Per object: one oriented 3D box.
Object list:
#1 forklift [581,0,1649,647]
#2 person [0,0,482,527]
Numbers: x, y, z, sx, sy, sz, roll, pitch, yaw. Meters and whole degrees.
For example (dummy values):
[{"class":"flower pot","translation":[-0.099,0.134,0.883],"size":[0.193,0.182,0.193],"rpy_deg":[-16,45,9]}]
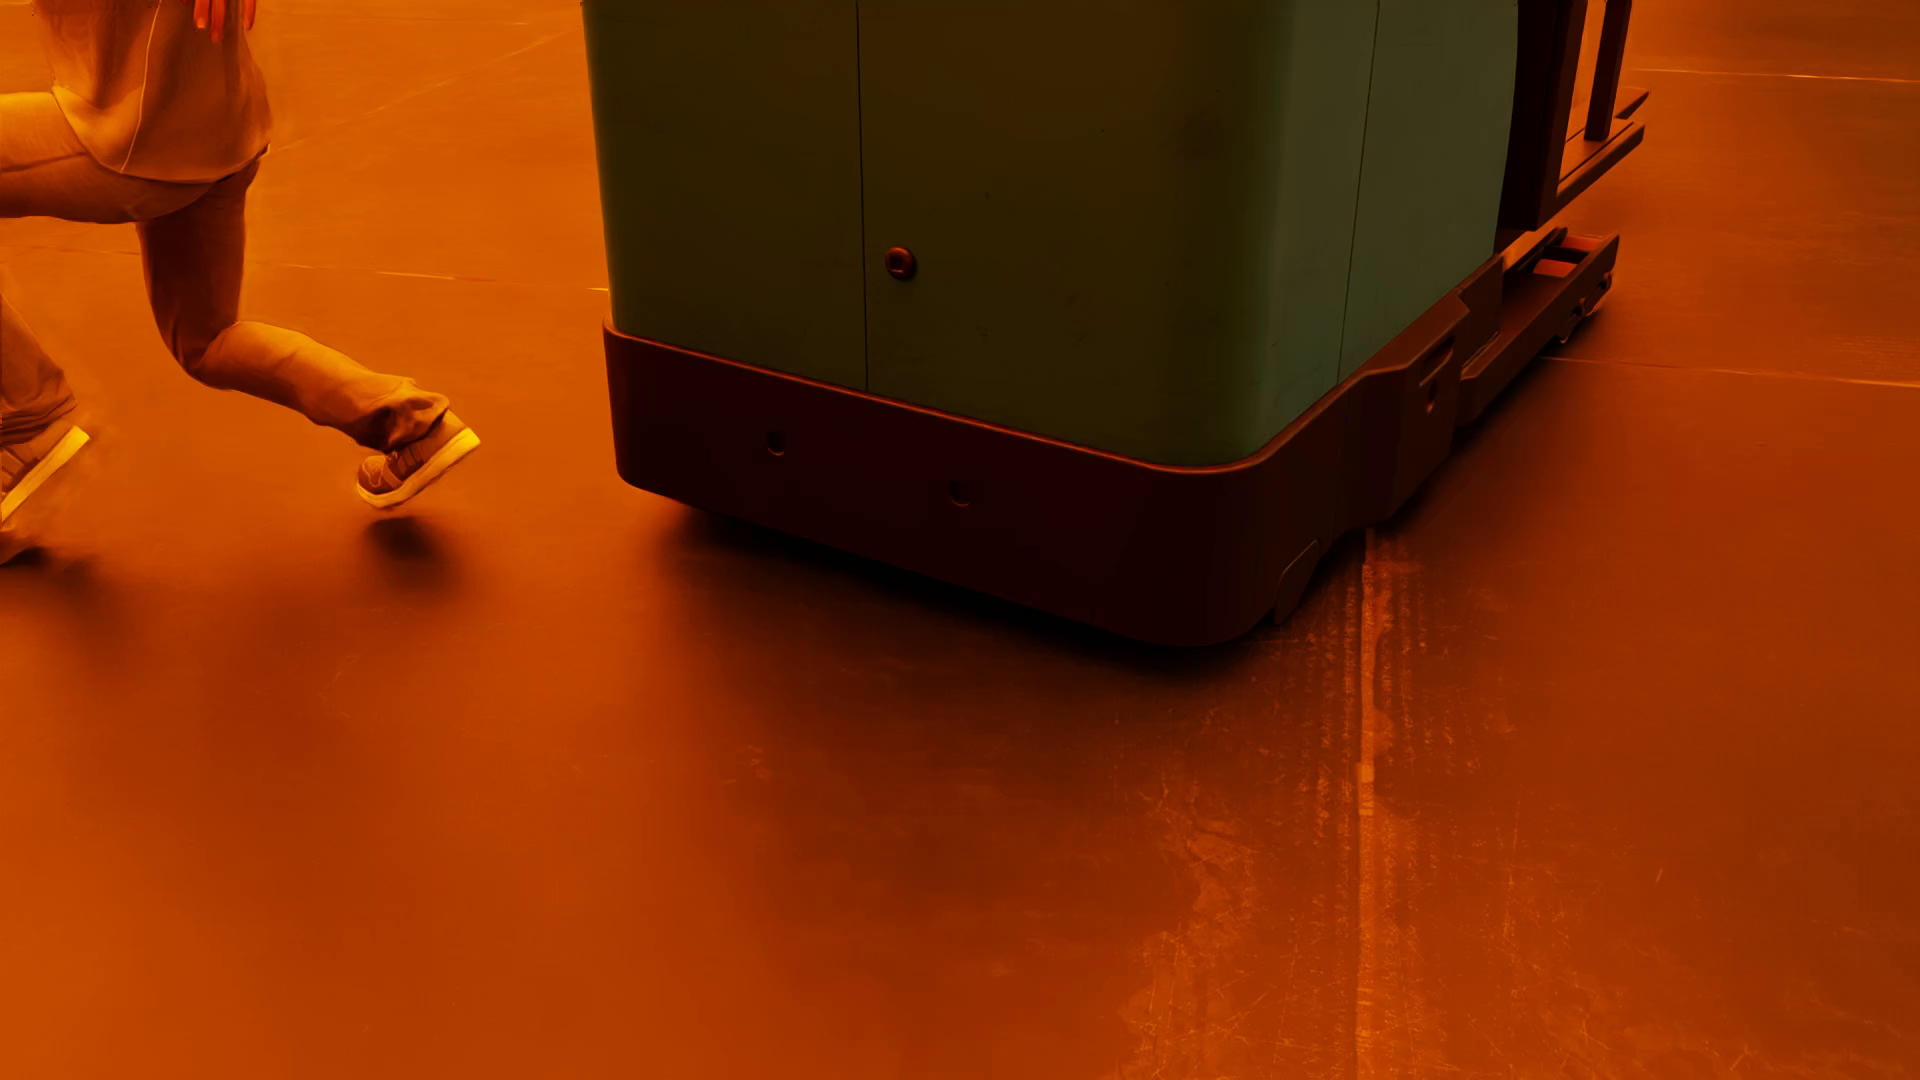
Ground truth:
[{"class":"forklift","translation":[0.689,-1.793,2.801],"size":[1.130,2.935,3.031],"rpy_deg":[16,31,29]},{"class":"person","translation":[-1.103,-0.513,2.059],"size":[0.834,1.326,0.898],"rpy_deg":[-4,27,-8]}]
